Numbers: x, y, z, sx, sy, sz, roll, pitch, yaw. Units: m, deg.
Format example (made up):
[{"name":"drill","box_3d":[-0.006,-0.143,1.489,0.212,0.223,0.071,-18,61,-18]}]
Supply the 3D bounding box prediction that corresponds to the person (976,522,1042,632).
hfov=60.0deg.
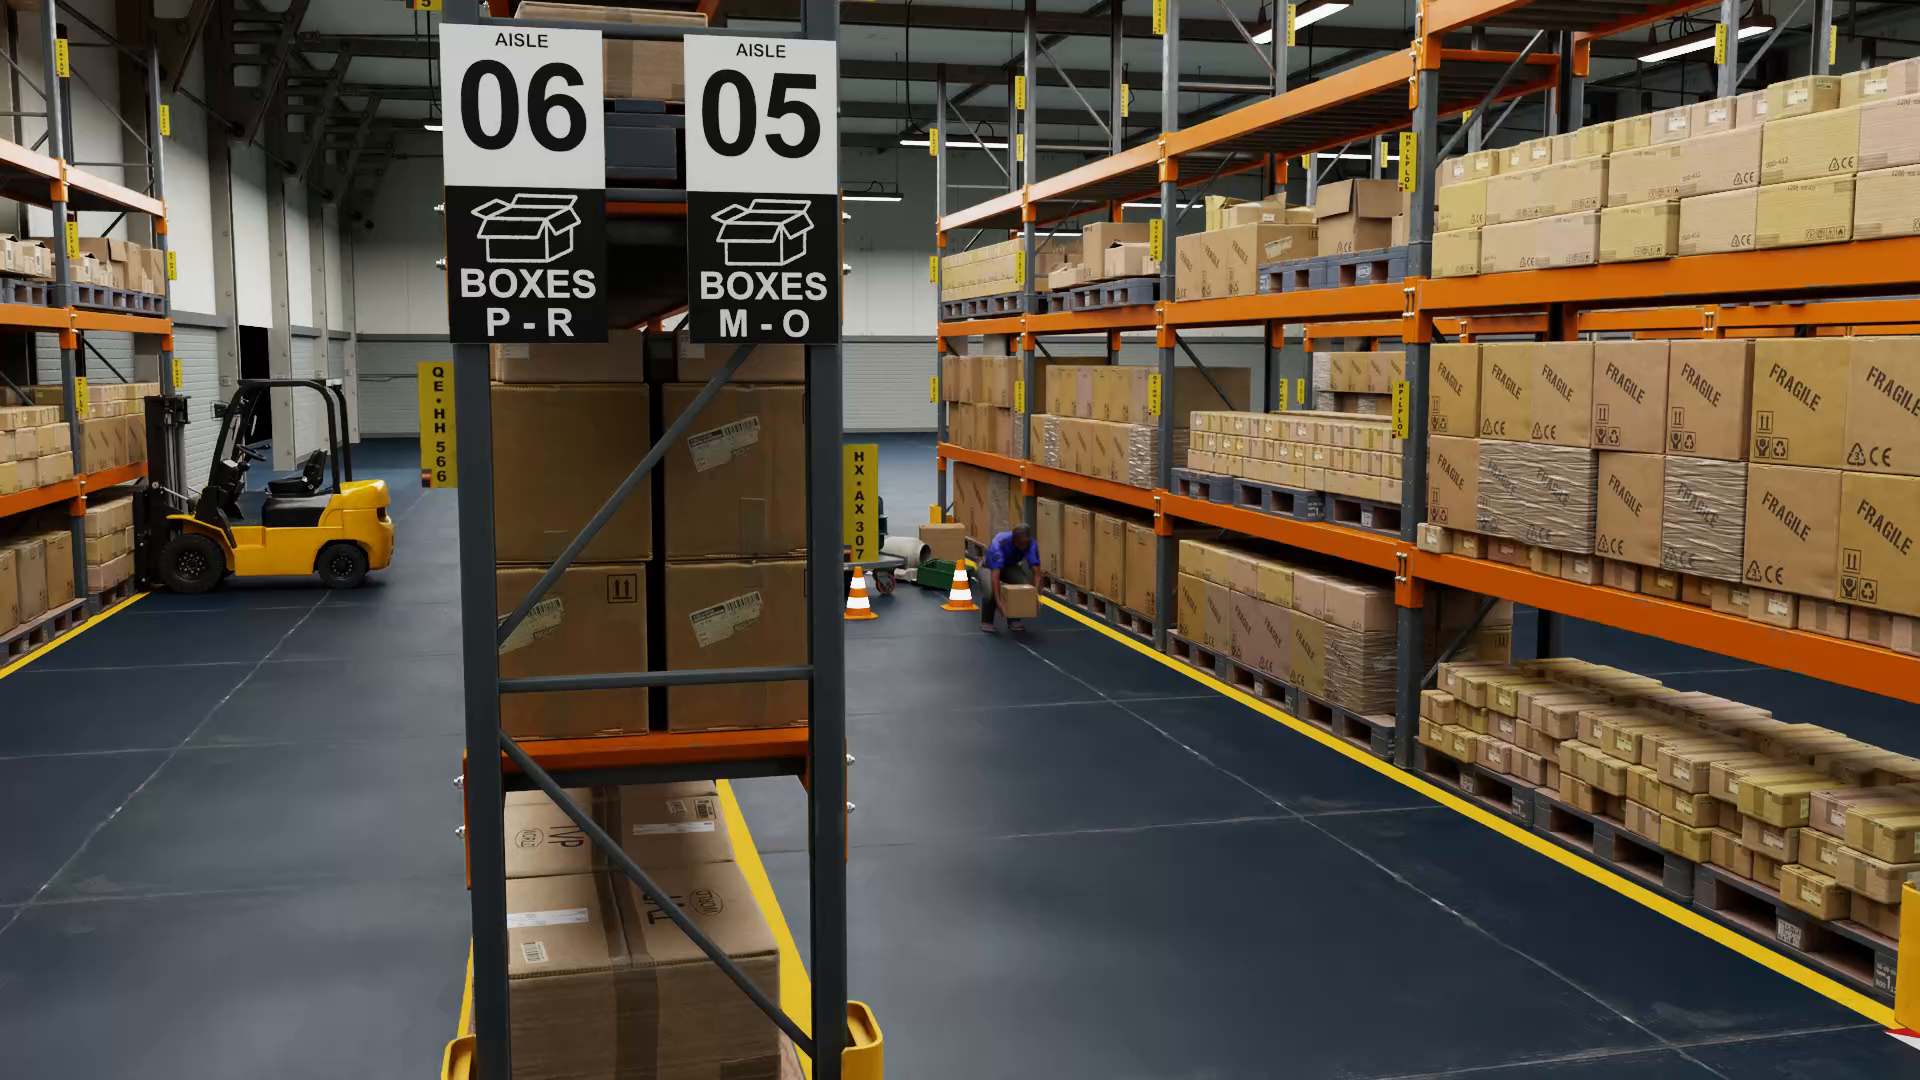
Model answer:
[{"name":"person","box_3d":[0.426,0.314,14.450,0.488,0.988,0.796,-2,6,-14]}]
